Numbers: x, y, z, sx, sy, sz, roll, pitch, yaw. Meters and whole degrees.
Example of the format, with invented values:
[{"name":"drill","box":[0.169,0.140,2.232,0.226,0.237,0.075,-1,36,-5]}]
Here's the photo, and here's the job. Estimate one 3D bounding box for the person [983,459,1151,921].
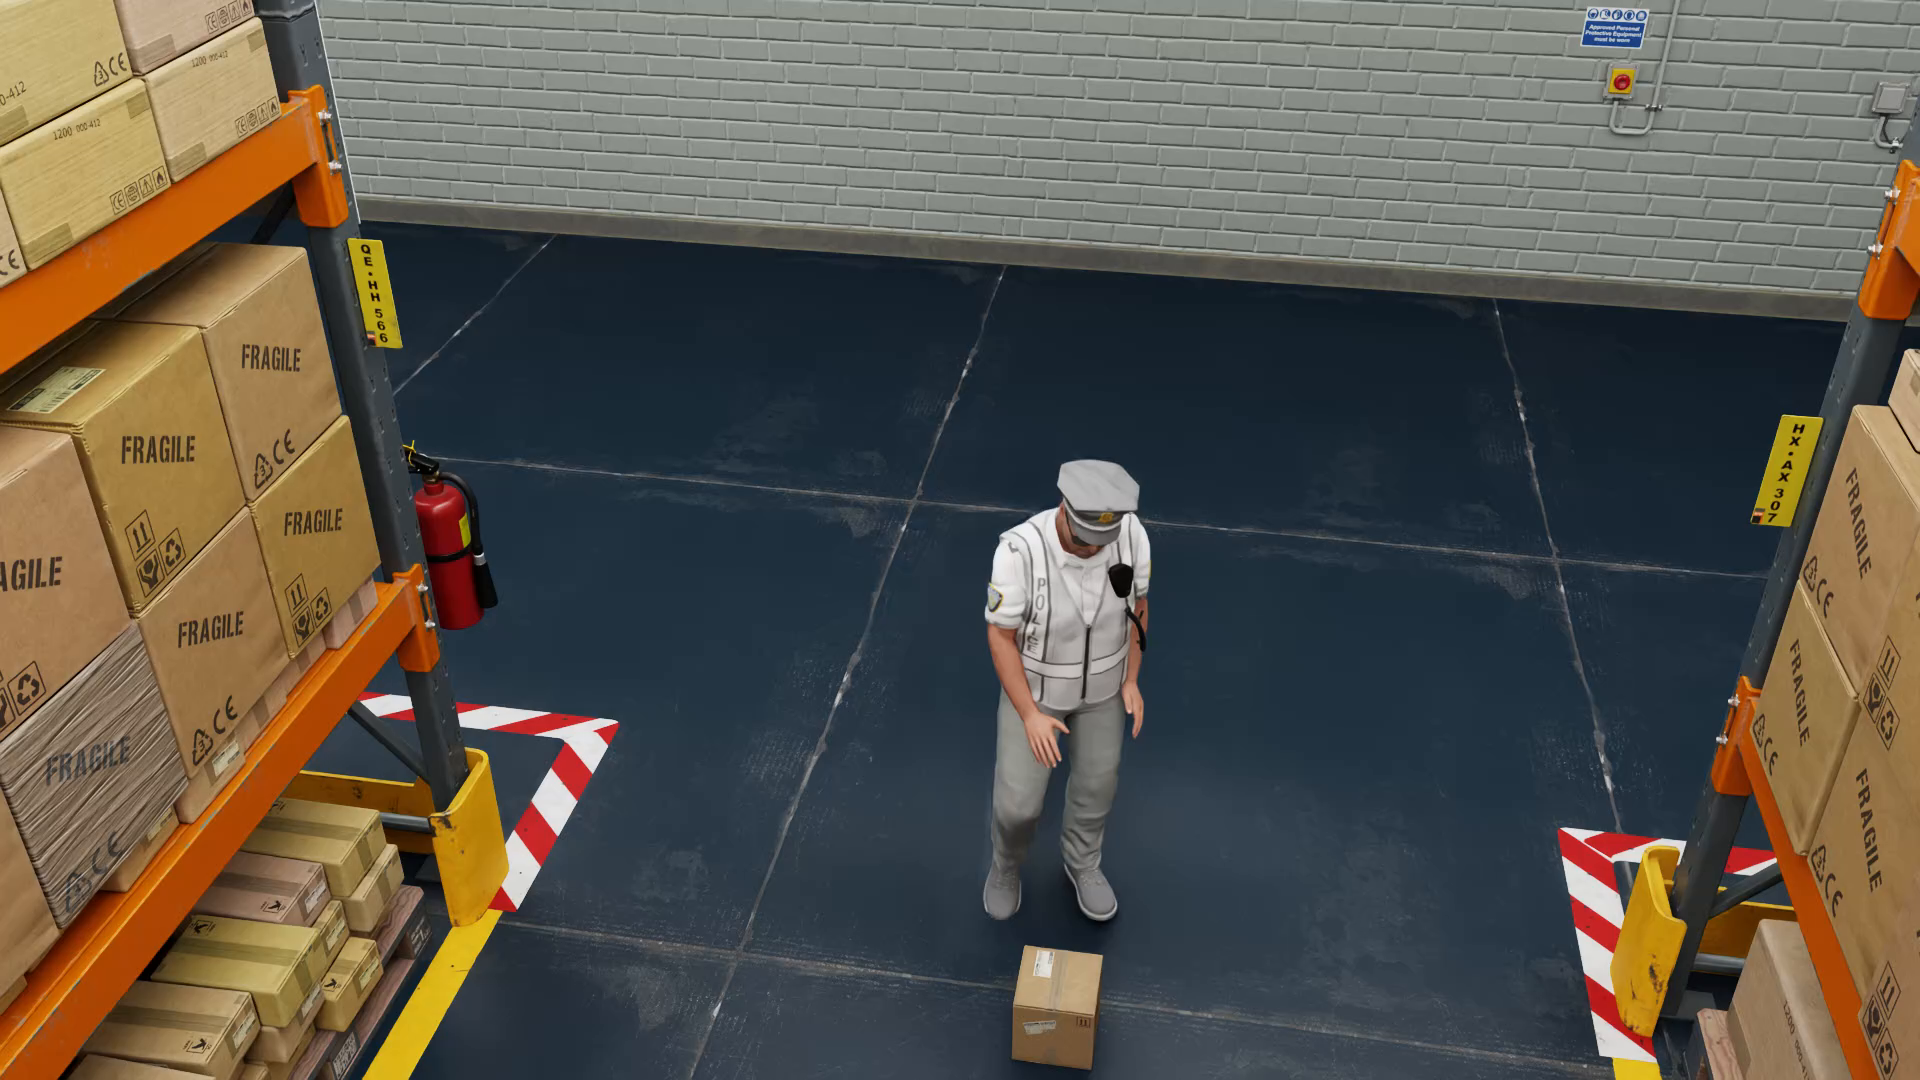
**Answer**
[{"name":"person","box":[0.353,0.529,5.322,0.551,1.787,0.589,-10,33,-15]}]
